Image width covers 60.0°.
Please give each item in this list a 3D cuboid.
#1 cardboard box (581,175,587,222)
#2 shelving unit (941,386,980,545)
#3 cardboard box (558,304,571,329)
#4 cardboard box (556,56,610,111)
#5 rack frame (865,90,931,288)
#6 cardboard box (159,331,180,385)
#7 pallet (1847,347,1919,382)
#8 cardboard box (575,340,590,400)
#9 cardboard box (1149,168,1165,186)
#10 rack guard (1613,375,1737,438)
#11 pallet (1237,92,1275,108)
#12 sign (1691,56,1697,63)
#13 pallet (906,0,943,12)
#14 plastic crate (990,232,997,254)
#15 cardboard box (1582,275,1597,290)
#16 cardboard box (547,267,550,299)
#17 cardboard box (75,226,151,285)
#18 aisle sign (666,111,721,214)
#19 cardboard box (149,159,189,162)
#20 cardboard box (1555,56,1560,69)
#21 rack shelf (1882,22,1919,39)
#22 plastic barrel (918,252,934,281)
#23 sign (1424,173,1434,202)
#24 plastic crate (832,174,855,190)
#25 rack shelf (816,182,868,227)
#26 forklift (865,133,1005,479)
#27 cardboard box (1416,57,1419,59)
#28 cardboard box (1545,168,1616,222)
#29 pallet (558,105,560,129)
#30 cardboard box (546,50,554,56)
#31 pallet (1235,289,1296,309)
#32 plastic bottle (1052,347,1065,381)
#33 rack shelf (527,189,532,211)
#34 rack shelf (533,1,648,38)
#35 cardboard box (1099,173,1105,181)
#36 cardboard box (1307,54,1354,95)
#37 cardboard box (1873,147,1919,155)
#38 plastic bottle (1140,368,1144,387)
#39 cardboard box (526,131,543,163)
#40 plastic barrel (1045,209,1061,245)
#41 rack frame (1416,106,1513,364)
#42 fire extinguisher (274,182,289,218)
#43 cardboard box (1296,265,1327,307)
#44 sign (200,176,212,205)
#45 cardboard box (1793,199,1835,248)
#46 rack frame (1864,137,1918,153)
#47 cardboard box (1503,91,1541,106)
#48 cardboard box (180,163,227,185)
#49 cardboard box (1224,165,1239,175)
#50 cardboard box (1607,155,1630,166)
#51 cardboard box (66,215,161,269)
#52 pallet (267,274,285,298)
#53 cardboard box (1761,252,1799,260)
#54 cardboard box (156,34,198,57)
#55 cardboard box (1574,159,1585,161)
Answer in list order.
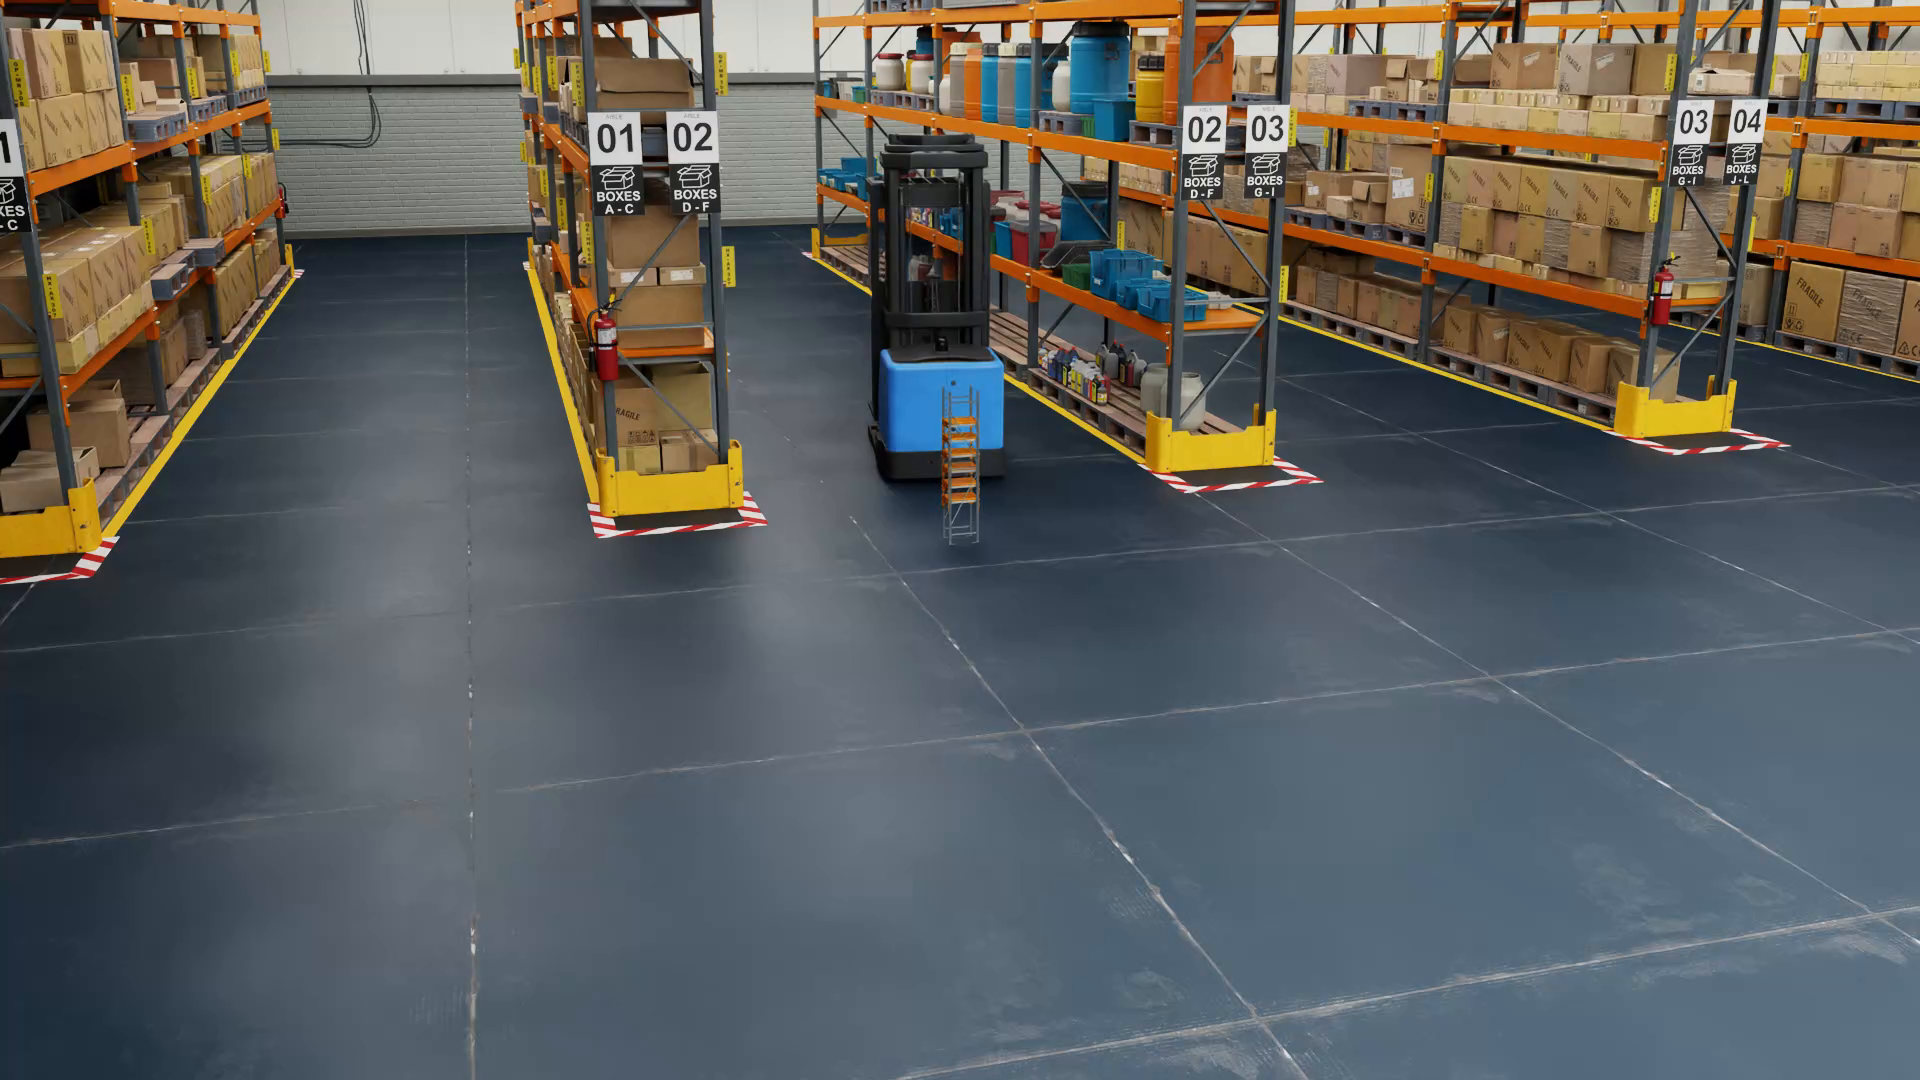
[{"bbox_3d":[-3.382,-3.375,16.545,0.700,0.500,0.500,-5,17,-15],"label":"cardboard box"},{"bbox_3d":[0.004,-0.571,12.766,0.258,1.200,0.189,-5,17,-15],"label":"shelving unit"},{"bbox_3d":[-4.457,-2.633,19.579,0.500,0.311,0.500,-5,17,-17],"label":"cardboard box"},{"bbox_3d":[-3.625,-4.420,16.093,0.500,0.500,0.500,-3,17,-11],"label":"cardboard box"},{"bbox_3d":[-0.945,-5.431,25.820,1.000,3.000,0.127,-5,17,-15],"label":"rack frame"},{"bbox_3d":[-8.781,-1.934,17.758,0.700,0.500,0.500,-4,17,-15],"label":"cardboard box"},{"bbox_3d":[11.286,-2.084,19.524,1.003,0.211,1.213,-5,17,-15],"label":"pallet"},{"bbox_3d":[-3.408,-1.642,15.950,0.500,0.500,0.500,-5,17,-15],"label":"cardboard box"},{"bbox_3d":[3.444,-5.995,27.440,0.500,0.250,0.500,-5,17,-16],"label":"cardboard box"},{"bbox_3d":[7.095,-1.328,16.503,1.175,0.500,0.348,-5,17,-15],"label":"rack guard"},{"bbox_3d":[4.689,-6.237,23.614,1.213,0.211,1.003,-4,17,-13],"label":"pallet"},{"bbox_3d":[12.813,-8.284,29.067,0.100,0.325,0.005,-5,17,-15],"label":"sign"},{"bbox_3d":[-0.014,-7.118,22.030,1.213,0.211,1.003,-5,17,-15],"label":"pallet"},{"bbox_3d":[0.504,-3.576,20.013,0.450,0.188,0.662,-5,17,-15],"label":"plastic crate"},{"bbox_3d":[6.599,-2.651,16.999,0.380,0.149,0.250,-5,17,-15],"label":"cardboard box"},{"bbox_3d":[-5.522,-3.616,23.356,0.500,0.500,0.500,-4,17,-15],"label":"cardboard box"},{"bbox_3d":[-7.844,-2.626,15.402,0.500,0.500,0.500,-5,17,-15],"label":"cardboard box"},{"bbox_3d":[-2.098,-2.973,13.115,0.394,0.787,0.004,-5,17,-15],"label":"aisle sign"},{"bbox_3d":[-10.444,-4.915,22.072,0.500,0.250,0.500,-4,17,-15],"label":"cardboard box"},{"bbox_3d":[8.980,-7.377,25.579,0.396,0.266,0.258,-5,17,-15],"label":"cardboard box"},{"bbox_3d":[14.995,-7.284,23.504,1.077,0.370,4.000,-5,17,-15],"label":"rack shelf"},{"bbox_3d":[-0.306,-3.818,23.909,0.600,0.588,0.708,-5,17,-15],"label":"plastic barrel"},{"bbox_3d":[5.484,-4.120,19.440,0.100,0.325,0.005,-5,17,-15],"label":"sign"},{"bbox_3d":[-1.931,-6.028,27.992,0.416,0.233,0.300,-5,17,-15],"label":"plastic crate"},{"bbox_3d":[-1.494,-5.640,27.765,1.077,0.370,4.000,-5,17,-15],"label":"rack shelf"},{"bbox_3d":[-0.301,-2.312,15.555,1.130,2.935,3.031,-2,17,-7],"label":"forklift"},{"bbox_3d":[8.117,-8.266,28.740,0.380,0.149,0.250,-4,17,-13],"label":"cardboard box"},{"bbox_3d":[6.449,-3.582,17.233,0.500,0.500,0.500,-5,17,-15],"label":"cardboard box"},{"bbox_3d":[-4.026,-4.791,18.801,1.003,0.211,1.213,-4,17,-13],"label":"pallet"},{"bbox_3d":[-5.271,-6.260,22.288,0.600,0.600,0.600,-5,18,-17],"label":"cardboard box"},{"bbox_3d":[4.773,-3.605,24.587,1.003,0.211,1.213,-5,17,-15],"label":"pallet"},{"bbox_3d":[1.077,-1.905,17.918,0.144,0.351,0.185,-4,17,-14],"label":"plastic bottle"},{"bbox_3d":[-6.258,-5.250,26.465,1.077,0.370,4.000,-5,17,-15],"label":"rack shelf"},{"bbox_3d":[-4.059,-5.718,18.292,1.077,0.370,4.000,-5,17,-15],"label":"rack shelf"},{"bbox_3d":[2.714,-6.471,29.718,0.380,0.149,0.250,-5,17,-16],"label":"cardboard box"},{"bbox_3d":[4.935,-6.150,21.953,0.500,0.500,0.500,-5,17,-15],"label":"cardboard box"},{"bbox_3d":[14.347,-5.749,25.455,0.500,0.500,0.500,-5,17,-17],"label":"cardboard box"},{"bbox_3d":[1.949,-1.716,17.549,0.097,0.201,0.097,0,17,0],"label":"plastic bottle"},{"bbox_3d":[-6.788,-6.386,27.087,0.500,0.500,0.500,-5,17,-15],"label":"cardboard box"},{"bbox_3d":[1.202,-3.566,19.372,0.433,0.535,0.433,0,17,0],"label":"plastic barrel"},{"bbox_3d":[6.016,-3.610,19.756,1.000,3.000,0.127,-5,17,-15],"label":"rack frame"},{"bbox_3d":[-11.167,-5.617,27.221,0.296,0.674,0.183,-5,17,-15],"label":"fire extinguisher"},{"bbox_3d":[5.120,-3.546,23.124,0.700,0.500,0.500,-6,18,-18],"label":"cardboard box"},{"bbox_3d":[-8.852,-4.104,19.525,0.100,0.325,0.005,-5,17,-15],"label":"sign"},{"bbox_3d":[10.926,-3.945,20.611,0.875,0.550,0.550,-5,17,-15],"label":"cardboard box"},{"bbox_3d":[14.445,-5.500,26.048,1.000,3.000,0.127,-5,17,-15],"label":"rack frame"},{"bbox_3d":[6.100,-4.762,17.943,0.380,0.149,0.250,-5,17,-16],"label":"cardboard box"},{"bbox_3d":[-9.684,-4.674,21.269,0.500,0.250,0.500,-5,17,-16],"label":"cardboard box"},{"bbox_3d":[4.365,-5.814,25.175,0.797,0.503,0.637,-4,17,-13],"label":"cardboard box"},{"bbox_3d":[9.828,-5.483,24.078,0.700,0.500,0.500,-5,17,-16],"label":"cardboard box"},{"bbox_3d":[-8.525,-2.993,16.762,0.700,0.500,0.500,-3,17,-10],"label":"cardboard box"},{"bbox_3d":[-10.943,-3.867,25.460,1.003,0.211,1.213,-5,17,-15],"label":"pallet"},{"bbox_3d":[14.094,-5.128,27.774,0.875,0.875,0.875,-4,17,-15],"label":"cardboard box"},{"bbox_3d":[-10.886,-6.796,23.201,0.500,0.500,0.500,-5,17,-16],"label":"cardboard box"},{"bbox_3d":[9.561,-5.805,25.737,0.380,0.149,0.250,-5,18,-18],"label":"cardboard box"}]
